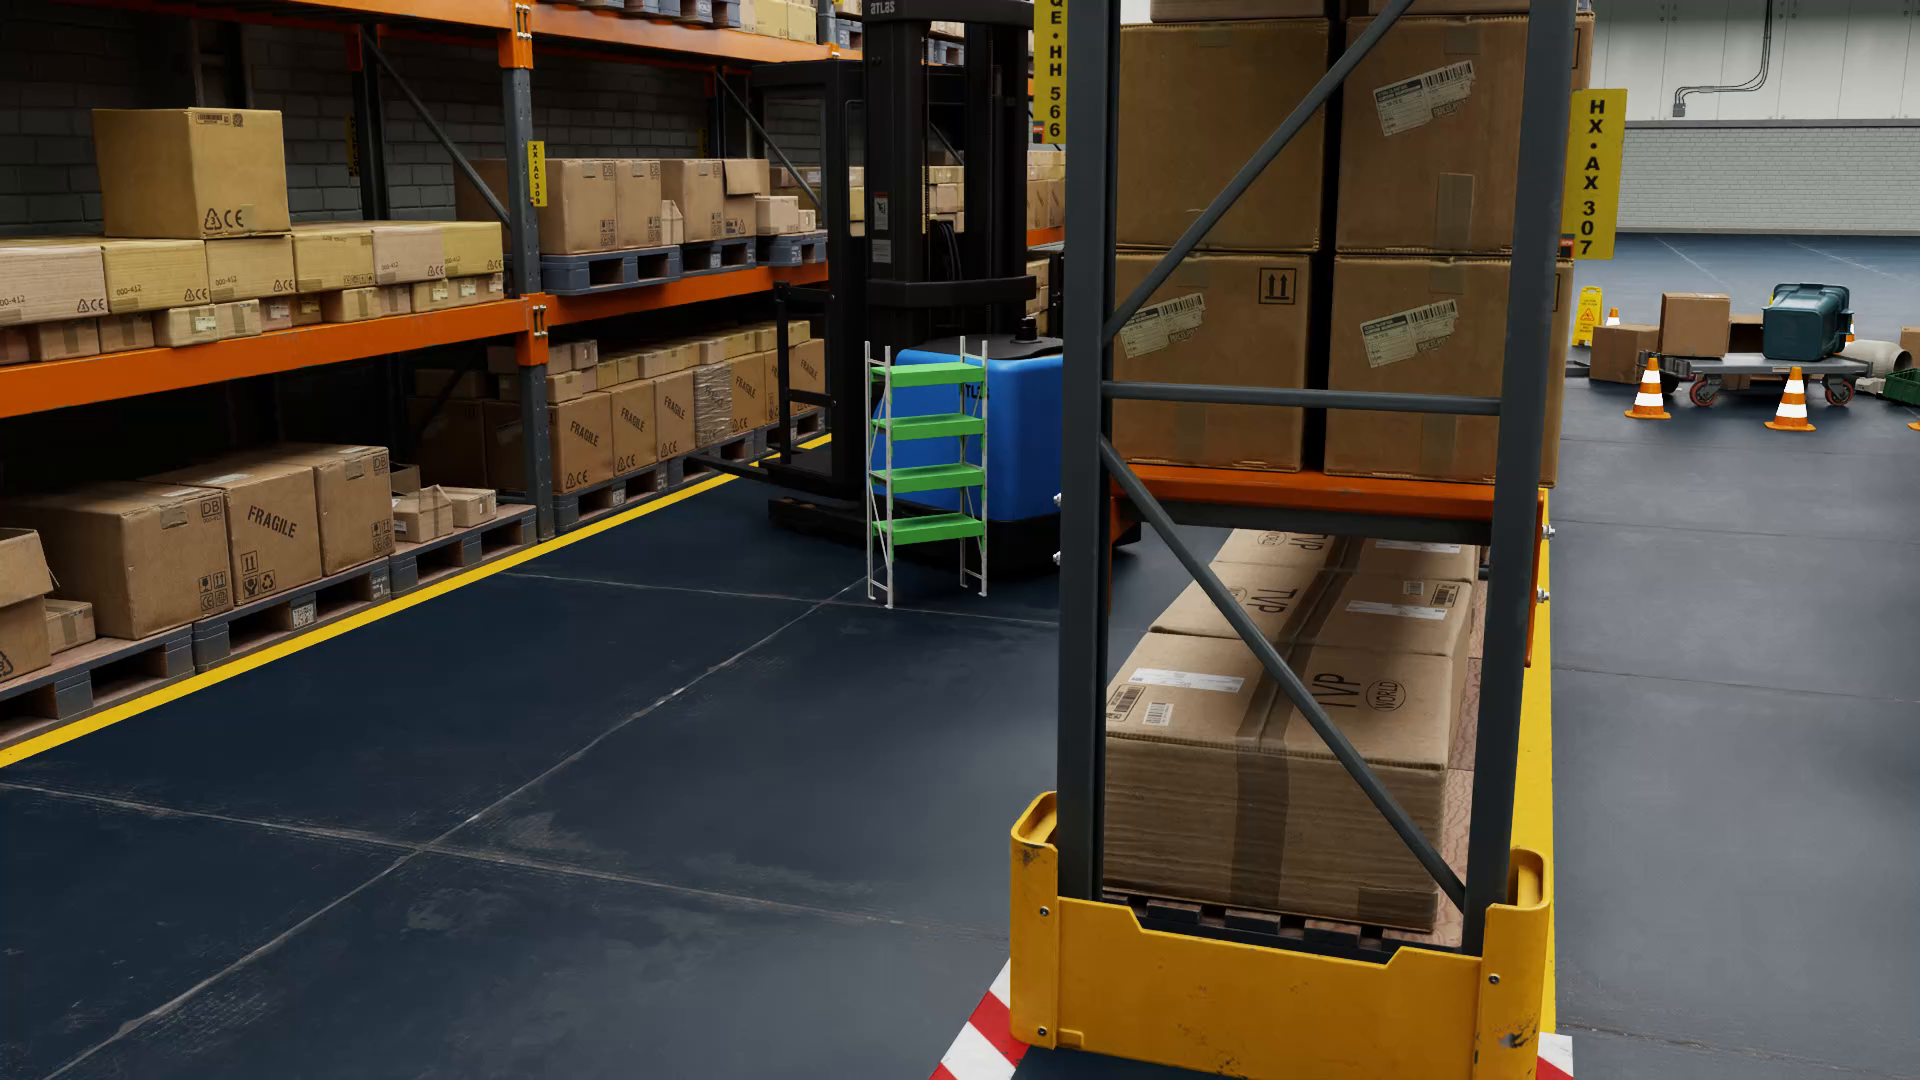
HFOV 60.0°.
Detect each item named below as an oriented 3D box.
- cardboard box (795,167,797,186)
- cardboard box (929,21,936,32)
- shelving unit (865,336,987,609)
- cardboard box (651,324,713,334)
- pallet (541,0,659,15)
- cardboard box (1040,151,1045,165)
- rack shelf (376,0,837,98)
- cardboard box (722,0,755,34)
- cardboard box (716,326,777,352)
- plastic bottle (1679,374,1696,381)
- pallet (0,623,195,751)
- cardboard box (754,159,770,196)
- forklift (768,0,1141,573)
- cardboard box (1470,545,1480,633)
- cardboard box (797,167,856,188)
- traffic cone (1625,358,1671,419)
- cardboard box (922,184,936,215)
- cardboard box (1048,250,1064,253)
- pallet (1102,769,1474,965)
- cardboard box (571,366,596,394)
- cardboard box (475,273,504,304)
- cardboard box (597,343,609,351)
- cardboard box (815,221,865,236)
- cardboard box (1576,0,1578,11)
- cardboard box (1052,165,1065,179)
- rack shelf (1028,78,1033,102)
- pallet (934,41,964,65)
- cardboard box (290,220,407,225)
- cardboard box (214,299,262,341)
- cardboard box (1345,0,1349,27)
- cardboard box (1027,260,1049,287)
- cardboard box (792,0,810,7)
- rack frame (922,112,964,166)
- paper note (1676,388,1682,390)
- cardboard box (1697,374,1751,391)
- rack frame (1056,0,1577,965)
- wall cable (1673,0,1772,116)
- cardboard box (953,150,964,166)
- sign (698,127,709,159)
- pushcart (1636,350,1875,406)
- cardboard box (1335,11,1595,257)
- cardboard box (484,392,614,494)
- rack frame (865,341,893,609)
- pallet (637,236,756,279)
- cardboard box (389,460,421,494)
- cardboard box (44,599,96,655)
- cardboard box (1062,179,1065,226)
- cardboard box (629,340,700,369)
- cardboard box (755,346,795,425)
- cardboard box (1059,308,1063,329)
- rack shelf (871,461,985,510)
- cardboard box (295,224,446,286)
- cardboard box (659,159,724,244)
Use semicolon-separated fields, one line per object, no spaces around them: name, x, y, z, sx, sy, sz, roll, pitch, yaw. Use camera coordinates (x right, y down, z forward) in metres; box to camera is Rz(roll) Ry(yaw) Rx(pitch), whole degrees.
cardboard box;-1.501;-2.847;13.040;0.380;0.149;0.250;5;14;20
cardboard box;-0.418;-4.356;13.987;0.380;0.149;0.250;4;14;18
shelving unit;-0.153;-0.318;7.684;0.503;1.200;0.258;-7;14;-27
cardboard box;-1.974;-1.439;11.768;0.380;0.149;0.250;5;14;19
pallet;-2.411;-2.997;9.059;1.213;0.211;1.003;4;14;18
cardboard box;0.690;-4.065;17.705;0.380;0.149;0.250;4;14;19
rack shelf;-2.041;-3.027;10.384;1.077;0.370;4.000;4;14;18
cardboard box;-1.654;-3.389;10.690;0.500;0.250;0.500;4;14;18
cardboard box;-1.500;-1.404;11.616;0.380;0.149;0.250;4;13;17
plastic bottle;6.790;-1.526;15.536;0.133;0.061;0.283;7;15;28
pallet;-3.701;0.524;6.219;1.003;0.211;1.213;4;14;18
cardboard box;-1.708;-2.493;11.999;0.500;0.500;0.500;5;14;21
forklift;-0.422;-1.531;9.110;1.130;2.935;3.031;-12;17;-41
cardboard box;1.705;0.031;6.923;0.875;0.438;0.875;4;13;18
cardboard box;-1.012;-2.747;12.600;0.380;0.149;0.250;5;14;20
traffic cone;5.522;-1.223;13.307;0.336;0.463;0.334;4;14;18
cardboard box;-0.528;-2.906;14.194;0.500;0.250;0.500;5;14;19
cardboard box;1.341;-3.253;19.487;0.500;0.250;0.500;5;14;20
pallet;0.900;0.890;4.613;1.003;0.211;1.213;4;14;18
cardboard box;-2.304;-0.917;9.479;0.380;0.149;0.250;4;13;17
cardboard box;-2.552;-1.286;8.447;0.380;0.149;0.250;5;14;19
cardboard box;-2.463;-1.170;10.590;0.380;0.149;0.250;5;14;19
cardboard box;-1.019;-2.339;12.831;0.500;0.250;0.500;4;14;19
cardboard box;1.302;-1.309;4.054;0.380;0.149;0.250;5;14;20
cardboard box;0.956;-4.021;18.180;0.380;0.149;0.250;4;14;19
rack shelf;0.547;-4.711;17.764;1.077;0.370;4.000;4;14;18
pallet;-0.373;-4.361;15.042;0.805;0.209;1.217;4;13;16
cardboard box;-3.104;-1.481;8.404;0.500;0.250;0.500;4;14;18
cardboard box;-3.087;-0.903;6.769;0.380;0.149;0.250;5;14;20
cardboard box;0.977;-1.453;4.684;0.380;0.149;0.250;4;14;18
cardboard box;0.679;-2.822;17.599;0.500;0.250;0.500;5;14;20
cardboard box;-1.281;-3.828;11.718;0.380;0.149;0.250;5;14;20
rack frame;-0.097;-3.178;16.171;0.949;2.616;0.053;4;14;18
paper note;6.384;-1.363;14.891;0.148;0.019;0.142;4;14;18
cardboard box;6.893;-1.506;14.989;0.258;0.266;0.396;-5;14;-21
rack frame;0.715;-0.295;3.540;1.000;3.000;0.127;4;14;18
wall cable;21.005;-14.676;45.424;2.305;6.003;0.169;4;14;18
cardboard box;-0.162;-3.827;16.664;0.380;0.149;0.250;4;13;17
sign;-1.920;-2.940;12.526;0.100;0.325;0.005;4;14;18
pushcart;6.772;-1.390;14.229;1.648;0.377;0.936;0;13;-1
cardboard box;1.140;-0.912;3.771;0.500;0.500;0.500;4;13;17
cardboard box;-2.319;-0.566;9.399;0.500;0.500;0.500;5;14;21
rack frame;-0.370;-0.293;7.575;0.015;1.200;0.240;-7;14;-27
pallet;-2.019;-1.833;10.708;1.003;0.211;1.213;4;14;18
cardboard box;-3.126;-0.266;8.510;0.500;0.311;0.500;5;14;20
cardboard box;-3.521;0.325;6.287;0.380;0.149;0.250;4;13;16
cardboard box;0.942;-3.730;18.366;0.500;0.500;0.500;4;13;17
cardboard box;-1.897;-1.191;10.681;0.380;0.149;0.250;4;14;19
cardboard box;-1.499;-1.113;11.798;0.500;0.500;0.500;4;13;18
cardboard box;0.854;-2.443;18.188;0.500;0.250;0.500;5;14;20
rack shelf;-0.153;-0.256;7.699;0.480;0.148;0.258;-7;14;-27
cardboard box;-2.770;-1.335;7.762;0.500;0.250;0.500;4;14;19
cardboard box;-1.899;-2.107;10.312;0.700;0.500;0.500;4;14;18
